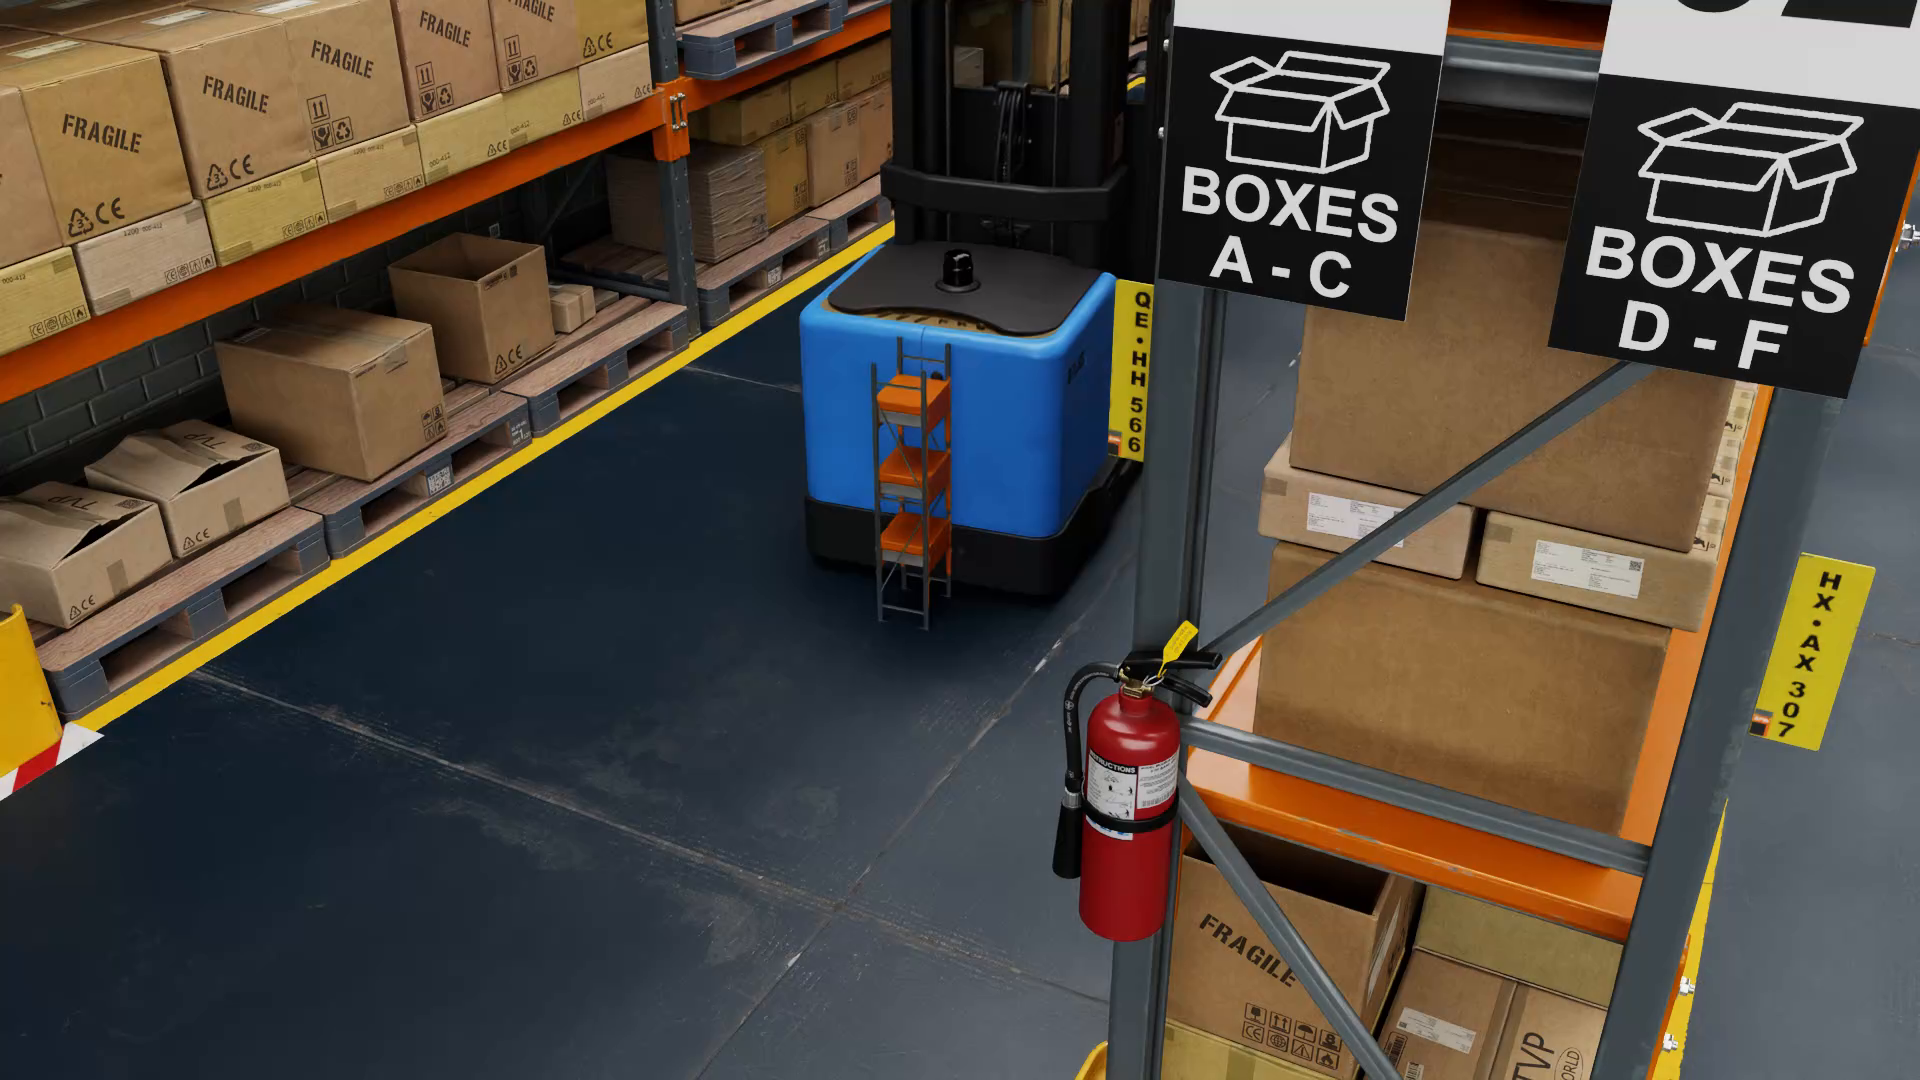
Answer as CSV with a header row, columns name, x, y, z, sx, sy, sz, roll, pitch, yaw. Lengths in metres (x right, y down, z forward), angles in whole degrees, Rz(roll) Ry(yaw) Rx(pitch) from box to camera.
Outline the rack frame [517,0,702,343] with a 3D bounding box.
name,x,y,z,sx,sy,sz,roll,pitch,yaw
rack frame,-1.808,-2.443,7.993,1.000,3.000,0.127,14,33,23

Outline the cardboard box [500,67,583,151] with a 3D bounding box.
name,x,y,z,sx,sy,sz,roll,pitch,yaw
cardboard box,-1.988,-1.889,7.158,0.500,0.250,0.500,14,33,23

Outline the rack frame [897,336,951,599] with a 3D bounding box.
name,x,y,z,sx,sy,sz,roll,pitch,yaw
rack frame,-0.129,-0.250,6.131,0.200,1.050,0.008,10,31,17

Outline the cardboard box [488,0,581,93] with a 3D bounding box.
name,x,y,z,sx,sy,sz,roll,pitch,yaw
cardboard box,-1.970,-2.210,6.963,0.500,0.500,0.500,14,33,23

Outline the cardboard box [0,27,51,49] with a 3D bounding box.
name,x,y,z,sx,sy,sz,roll,pitch,yaw
cardboard box,-3.366,-1.417,5.583,0.500,0.500,0.500,15,33,24

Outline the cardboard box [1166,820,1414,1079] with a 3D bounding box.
name,x,y,z,sx,sy,sz,roll,pitch,yaw
cardboard box,0.761,0.832,3.876,0.500,0.500,0.500,14,33,23

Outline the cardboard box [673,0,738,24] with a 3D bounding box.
name,x,y,z,sx,sy,sz,roll,pitch,yaw
cardboard box,-1.545,-2.895,8.238,0.700,0.500,0.500,14,33,23

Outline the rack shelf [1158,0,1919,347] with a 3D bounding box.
name,x,y,z,sx,sy,sz,roll,pitch,yaw
rack shelf,1.693,-1.423,3.927,1.077,0.370,4.000,14,33,23

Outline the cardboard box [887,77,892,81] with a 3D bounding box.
name,x,y,z,sx,sy,sz,roll,pitch,yaw
cardboard box,-0.605,-2.790,10.665,0.700,0.500,0.500,14,33,23

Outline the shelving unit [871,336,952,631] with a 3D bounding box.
name,x,y,z,sx,sy,sz,roll,pitch,yaw
shelving unit,-0.169,-0.193,6.031,0.215,1.050,0.252,10,31,17

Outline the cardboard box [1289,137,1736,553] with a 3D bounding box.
name,x,y,z,sx,sy,sz,roll,pitch,yaw
cardboard box,1.030,-0.381,2.999,0.700,0.500,0.500,14,33,23

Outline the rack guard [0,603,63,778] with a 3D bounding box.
name,x,y,z,sx,sy,sz,roll,pitch,yaw
rack guard,-3.595,0.380,5.586,1.175,0.500,0.348,14,33,23

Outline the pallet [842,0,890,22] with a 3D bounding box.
name,x,y,z,sx,sy,sz,roll,pitch,yaw
pallet,-0.851,-3.246,9.584,1.003,0.211,1.213,14,33,23

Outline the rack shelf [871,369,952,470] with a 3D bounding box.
name,x,y,z,sx,sy,sz,roll,pitch,yaw
rack shelf,-0.169,-0.429,5.895,0.215,0.259,0.240,10,31,17

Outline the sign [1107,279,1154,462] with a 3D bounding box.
name,x,y,z,sx,sy,sz,roll,pitch,yaw
sign,0.305,-0.282,2.828,0.100,0.325,0.005,14,33,23

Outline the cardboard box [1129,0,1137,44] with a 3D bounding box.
name,x,y,z,sx,sy,sz,roll,pitch,yaw
cardboard box,0.871,-4.150,12.701,0.750,0.750,0.750,14,33,23

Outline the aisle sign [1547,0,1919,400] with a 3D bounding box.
name,x,y,z,sx,sy,sz,roll,pitch,yaw
aisle sign,1.024,-0.577,2.131,0.394,0.787,0.004,14,33,23

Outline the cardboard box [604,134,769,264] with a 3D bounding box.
name,x,y,z,sx,sy,sz,roll,pitch,yaw
cardboard box,-1.487,-1.880,9.080,0.700,0.500,0.500,15,33,25

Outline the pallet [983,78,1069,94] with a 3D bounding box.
name,x,y,z,sx,sy,sz,roll,pitch,yaw
pallet,0.441,-3.340,12.354,1.003,0.211,1.213,14,33,23

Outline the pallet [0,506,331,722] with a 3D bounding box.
name,x,y,z,sx,sy,sz,roll,pitch,yaw
pallet,-3.194,0.153,6.271,1.003,0.211,1.213,14,33,23

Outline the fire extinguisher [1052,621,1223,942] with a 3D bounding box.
name,x,y,z,sx,sy,sz,roll,pitch,yaw
fire extinguisher,0.314,0.433,3.062,0.296,0.674,0.183,14,33,23

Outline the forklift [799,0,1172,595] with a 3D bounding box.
name,x,y,z,sx,sy,sz,roll,pitch,yaw
forklift,0.366,-1.784,6.914,1.130,2.935,3.031,10,31,17

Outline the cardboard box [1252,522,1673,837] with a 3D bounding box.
name,x,y,z,sx,sy,sz,roll,pitch,yaw
cardboard box,1.006,0.205,3.281,0.700,0.500,0.500,14,33,23

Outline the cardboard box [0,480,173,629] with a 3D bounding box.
name,x,y,z,sx,sy,sz,roll,pitch,yaw
cardboard box,-3.235,0.019,5.963,0.500,0.311,0.500,11,32,18

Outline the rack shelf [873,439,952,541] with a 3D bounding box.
name,x,y,z,sx,sy,sz,roll,pitch,yaw
rack shelf,-0.169,-0.183,6.036,0.215,0.259,0.240,10,31,17

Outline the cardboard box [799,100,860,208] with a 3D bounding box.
name,x,y,z,sx,sy,sz,roll,pitch,yaw
cardboard box,-1.028,-2.338,9.877,0.700,0.500,0.500,15,33,24

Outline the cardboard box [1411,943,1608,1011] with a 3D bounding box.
name,x,y,z,sx,sy,sz,roll,pitch,yaw
cardboard box,1.448,1.053,4.244,0.500,0.250,0.500,14,33,23

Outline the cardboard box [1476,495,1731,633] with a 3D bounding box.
name,x,y,z,sx,sy,sz,roll,pitch,yaw
cardboard box,1.152,0.002,2.982,0.380,0.149,0.250,14,33,23

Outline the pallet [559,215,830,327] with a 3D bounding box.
name,x,y,z,sx,sy,sz,roll,pitch,yaw
pallet,-1.454,-1.580,9.289,1.003,0.211,1.213,14,33,23

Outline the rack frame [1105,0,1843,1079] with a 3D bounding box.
name,x,y,z,sx,sy,sz,roll,pitch,yaw
rack frame,0.779,0.451,2.952,0.949,2.616,0.053,14,33,23

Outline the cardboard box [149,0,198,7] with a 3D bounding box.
name,x,y,z,sx,sy,sz,roll,pitch,yaw
cardboard box,-2.905,-1.870,6.372,0.500,0.500,0.500,15,33,24

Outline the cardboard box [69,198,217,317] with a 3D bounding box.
name,x,y,z,sx,sy,sz,roll,pitch,yaw
cardboard box,-2.901,-0.991,5.595,0.500,0.250,0.500,13,32,22

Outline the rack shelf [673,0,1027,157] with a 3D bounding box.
name,x,y,z,sx,sy,sz,roll,pitch,yaw
rack shelf,-0.897,-3.018,9.716,1.077,0.370,4.000,14,33,23

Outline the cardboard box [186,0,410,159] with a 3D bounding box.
name,x,y,z,sx,sy,sz,roll,pitch,yaw
cardboard box,-2.445,-1.758,6.177,0.500,0.500,0.500,15,33,25

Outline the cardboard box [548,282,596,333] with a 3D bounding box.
name,x,y,z,sx,sy,sz,roll,pitch,yaw
cardboard box,-2.025,-1.161,8.164,0.380,0.166,0.250,10,31,17

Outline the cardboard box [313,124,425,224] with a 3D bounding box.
name,x,y,z,sx,sy,sz,roll,pitch,yaw
cardboard box,-2.431,-1.439,6.375,0.500,0.250,0.500,15,33,24

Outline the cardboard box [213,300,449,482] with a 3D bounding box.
name,x,y,z,sx,sy,sz,roll,pitch,yaw
cardboard box,-2.596,-0.630,6.903,0.700,0.500,0.500,12,32,20

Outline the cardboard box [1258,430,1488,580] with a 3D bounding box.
name,x,y,z,sx,sy,sz,roll,pitch,yaw
cardboard box,0.786,-0.085,3.134,0.380,0.149,0.250,14,33,22

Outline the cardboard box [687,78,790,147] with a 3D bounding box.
name,x,y,z,sx,sy,sz,roll,pitch,yaw
cardboard box,-1.290,-2.401,9.235,0.500,0.250,0.500,14,33,22

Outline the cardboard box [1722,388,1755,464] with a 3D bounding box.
name,x,y,z,sx,sy,sz,roll,pitch,yaw
cardboard box,1.385,-0.226,3.379,0.380,0.149,0.250,14,33,23

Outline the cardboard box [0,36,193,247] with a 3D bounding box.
name,x,y,z,sx,sy,sz,roll,pitch,yaw
cardboard box,-2.911,-1.299,5.378,0.500,0.500,0.500,14,33,23

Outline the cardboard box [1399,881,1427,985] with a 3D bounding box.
name,x,y,z,sx,sy,sz,roll,pitch,yaw
cardboard box,0.980,0.933,4.452,0.500,0.250,0.500,14,33,23

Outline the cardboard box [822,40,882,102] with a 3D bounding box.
name,x,y,z,sx,sy,sz,roll,pitch,yaw
cardboard box,-0.812,-2.850,10.016,0.500,0.250,0.500,14,33,23
